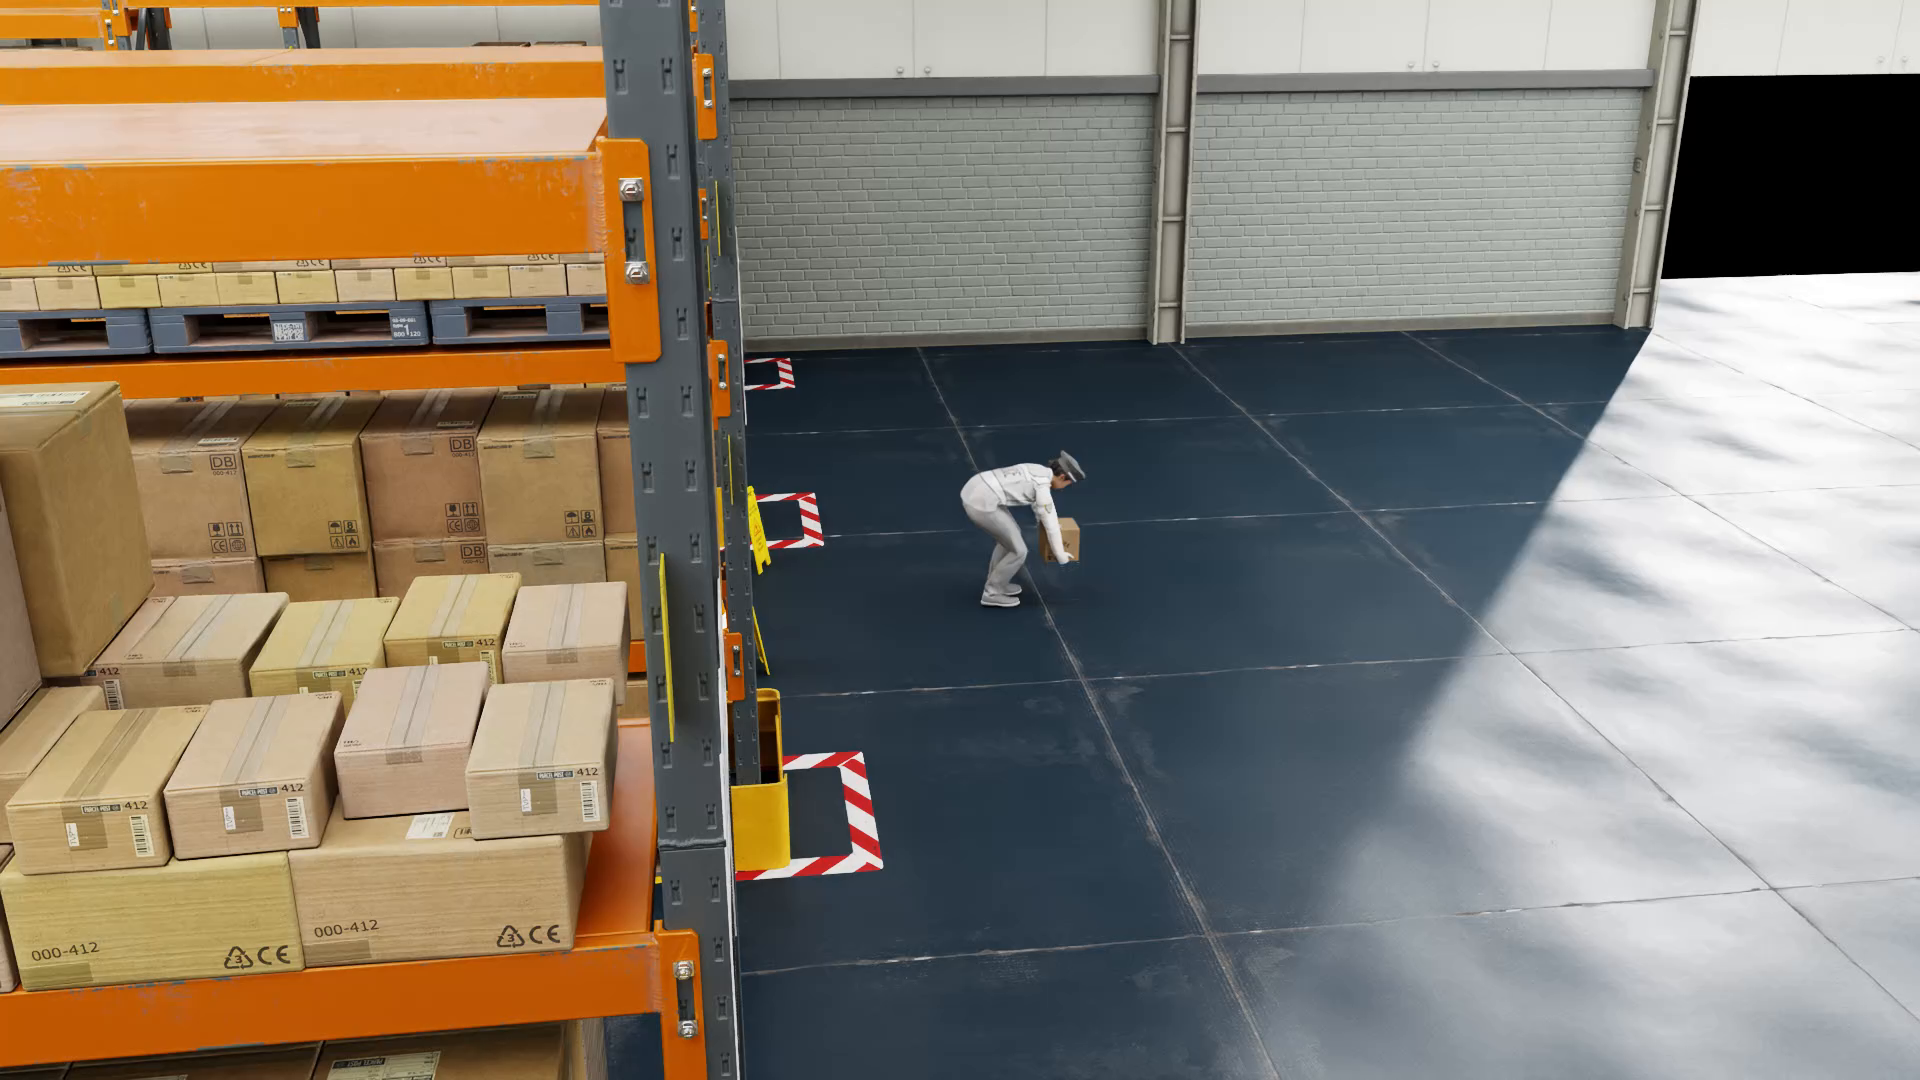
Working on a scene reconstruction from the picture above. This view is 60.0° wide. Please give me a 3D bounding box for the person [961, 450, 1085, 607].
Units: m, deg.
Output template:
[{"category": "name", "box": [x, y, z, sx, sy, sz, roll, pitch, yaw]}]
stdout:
[{"category": "person", "box": [0.466, -0.091, 12.138, 0.918, 1.105, 0.441, -4, 20, -10]}]
